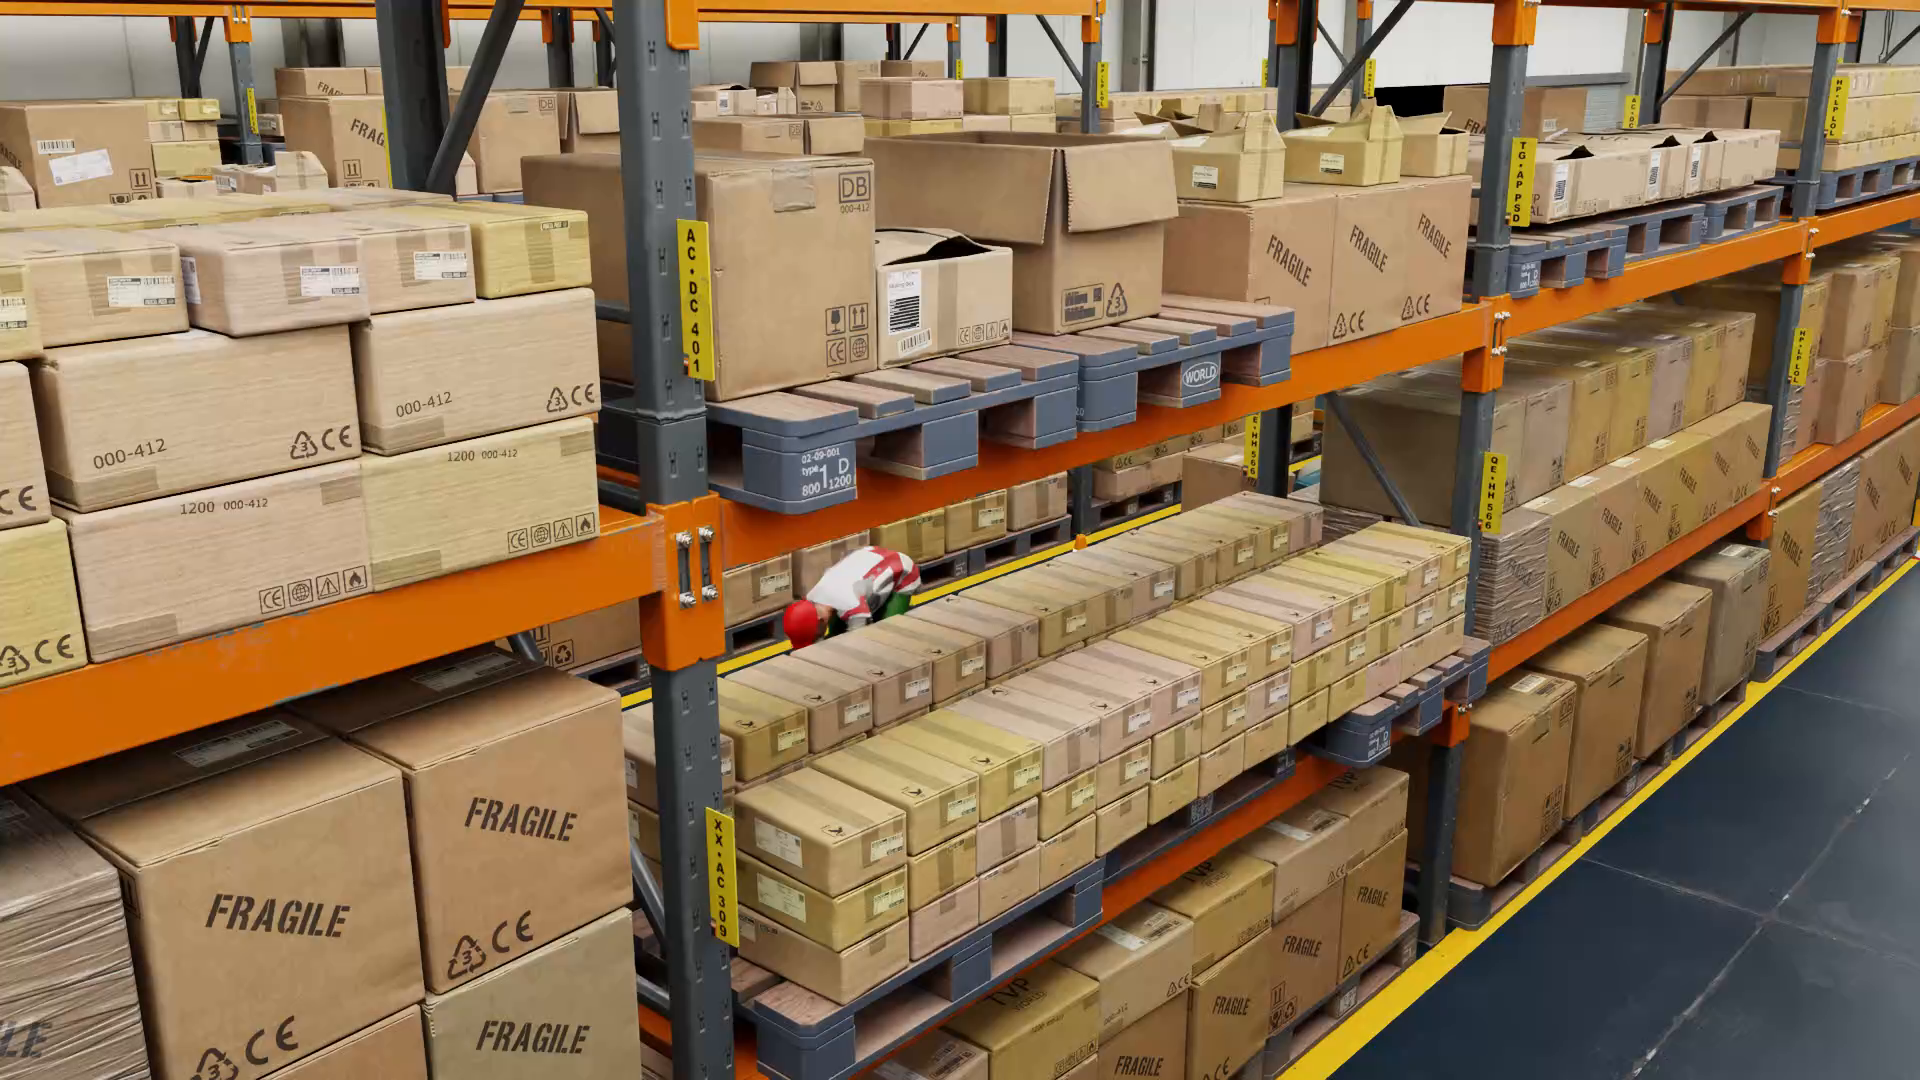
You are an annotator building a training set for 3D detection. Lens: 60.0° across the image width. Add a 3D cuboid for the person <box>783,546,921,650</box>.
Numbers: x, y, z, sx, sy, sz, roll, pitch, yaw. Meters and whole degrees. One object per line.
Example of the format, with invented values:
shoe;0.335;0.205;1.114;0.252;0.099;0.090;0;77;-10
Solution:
person;-0.618;0.601;9.299;0.522;1.036;0.957;13;21;37
